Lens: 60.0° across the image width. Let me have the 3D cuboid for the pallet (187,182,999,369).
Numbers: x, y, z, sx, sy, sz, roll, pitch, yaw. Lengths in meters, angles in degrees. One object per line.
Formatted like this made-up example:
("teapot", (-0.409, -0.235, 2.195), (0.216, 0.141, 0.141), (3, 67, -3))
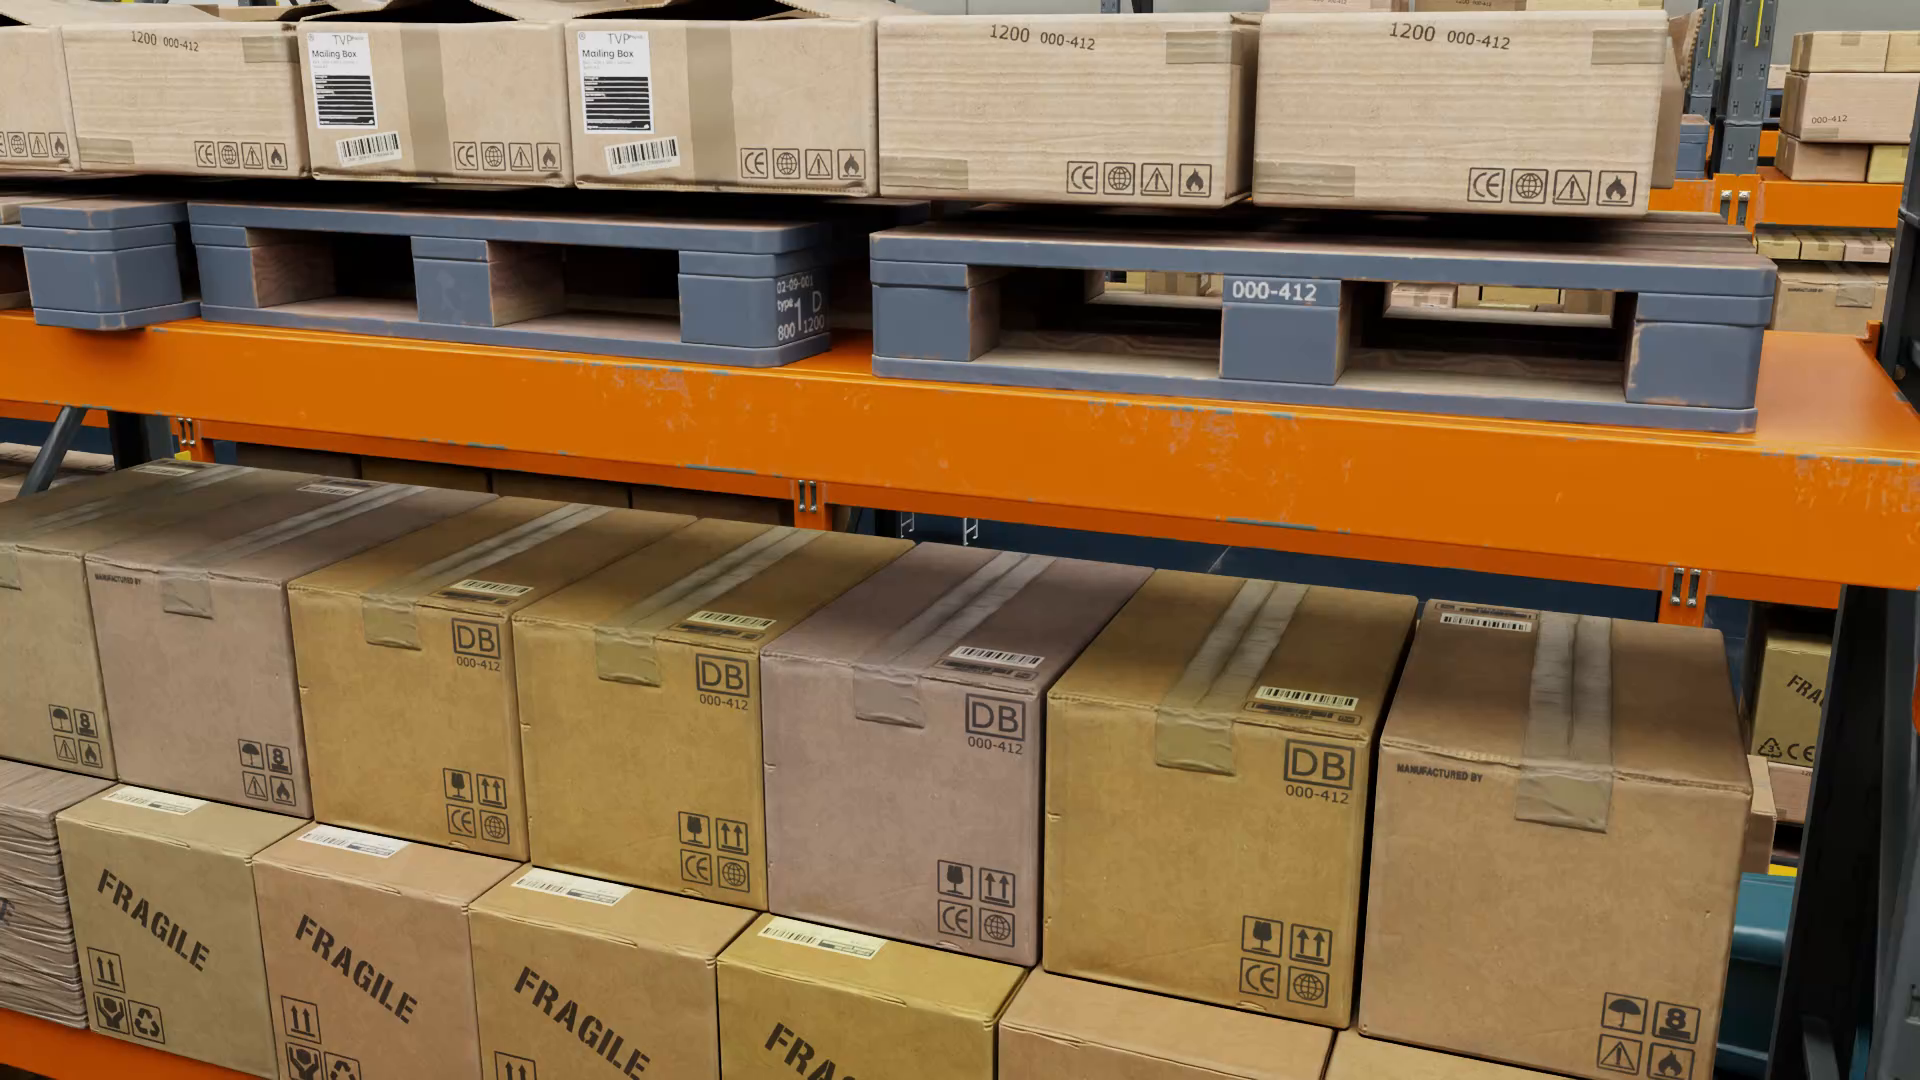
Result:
("pallet", (-0.626, -0.555, 3.162), (1.213, 0.211, 1.003), (7, 18, 23))

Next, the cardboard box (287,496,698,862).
("cardboard box", (-0.923, 0.253, 3.449), (0.500, 0.500, 0.700), (6, 17, 20))

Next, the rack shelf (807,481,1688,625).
("rack shelf", (1.297, -0.115, 7.978), (4.000, 0.370, 1.077), (6, 17, 21))

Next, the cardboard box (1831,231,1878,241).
("cardboard box", (6.108, -2.022, 11.382), (0.250, 0.149, 0.380), (6, 17, 20))

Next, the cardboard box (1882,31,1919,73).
("cardboard box", (3.583, -1.822, 6.211), (0.250, 0.149, 0.380), (7, 18, 22))

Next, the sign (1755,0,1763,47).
("sign", (2.957, -1.989, 6.131), (0.005, 0.325, 0.100), (6, 17, 21))

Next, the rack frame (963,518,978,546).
("rack frame", (0.073, -0.568, 11.479), (0.015, 1.200, 0.240), (6, 17, 21))

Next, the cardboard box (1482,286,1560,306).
("cardboard box", (3.943, -1.746, 11.680), (0.500, 0.250, 0.500), (6, 17, 19))

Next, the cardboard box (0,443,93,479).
("cardboard box", (-6.501, -0.321, 11.242), (0.875, 0.438, 0.875), (7, 18, 22))

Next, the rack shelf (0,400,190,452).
("rack shelf", (-6.145, -0.933, 10.797), (4.000, 0.370, 1.077), (6, 17, 21))

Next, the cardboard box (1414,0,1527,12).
("cardboard box", (2.293, -2.278, 7.379), (0.500, 0.250, 0.500), (6, 17, 19))

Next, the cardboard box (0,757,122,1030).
("cardboard box", (-1.968, 0.697, 3.712), (0.500, 0.500, 0.500), (6, 17, 21))

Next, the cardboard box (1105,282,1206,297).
("cardboard box", (0.916, -0.981, 8.208), (0.500, 0.500, 0.500), (5, 17, 17))

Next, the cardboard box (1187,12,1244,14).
("cardboard box", (1.838, -3.553, 12.041), (0.500, 0.500, 0.500), (6, 17, 21))

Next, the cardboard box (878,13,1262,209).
("cardboard box", (0.206, -0.649, 2.484), (0.500, 0.250, 0.500), (6, 17, 20))

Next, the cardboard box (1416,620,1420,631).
("cardboard box", (1.998, 0.679, 7.914), (0.625, 0.372, 0.950), (7, 18, 24))

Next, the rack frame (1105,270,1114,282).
("rack frame", (1.254, -1.952, 13.019), (0.127, 3.000, 1.000), (6, 17, 21))

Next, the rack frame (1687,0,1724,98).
("rack frame", (4.975, -4.424, 10.773), (0.127, 3.000, 1.000), (6, 17, 21))

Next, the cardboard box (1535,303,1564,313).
("cardboard box", (2.826, -0.770, 7.481), (0.500, 0.500, 0.500), (7, 18, 22))

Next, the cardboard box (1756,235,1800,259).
("cardboard box", (5.446, -1.937, 11.090), (0.250, 0.149, 0.380), (7, 17, 21))

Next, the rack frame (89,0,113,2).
("rack frame", (-2.286, -2.252, 3.289), (0.127, 3.000, 1.000), (6, 17, 21))

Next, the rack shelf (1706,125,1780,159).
("rack shelf", (6.835, -2.434, 10.587), (4.000, 0.370, 1.077), (6, 17, 21))

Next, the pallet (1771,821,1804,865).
("pallet", (3.795, 1.143, 7.357), (1.213, 0.211, 1.003), (6, 17, 21))

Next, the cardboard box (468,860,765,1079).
("cardboard box", (-0.562, 0.852, 3.180), (0.500, 0.500, 0.500), (6, 17, 20))

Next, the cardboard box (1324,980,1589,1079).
("cardboard box", (0.851, 1.007, 2.647), (0.500, 0.500, 0.500), (6, 17, 20))

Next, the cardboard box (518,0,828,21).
("cardboard box", (-0.566, -1.004, 3.258), (0.500, 0.500, 0.500), (6, 17, 21))

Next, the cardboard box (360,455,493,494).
("cardboard box", (-2.836, -0.122, 9.772), (0.875, 0.875, 0.875), (7, 18, 22))

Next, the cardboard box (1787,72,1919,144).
("cardboard box", (3.466, -1.651, 6.335), (0.500, 0.250, 0.500), (6, 17, 19))

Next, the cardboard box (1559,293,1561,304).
("cardboard box", (4.597, -1.830, 11.968), (0.500, 0.250, 0.500), (6, 17, 20))

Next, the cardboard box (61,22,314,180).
("cardboard box", (-1.227, -0.806, 3.027), (0.500, 0.250, 0.500), (7, 18, 22))

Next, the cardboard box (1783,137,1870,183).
("cardboard box", (3.359, -1.479, 6.458), (0.250, 0.149, 0.380), (6, 17, 20))

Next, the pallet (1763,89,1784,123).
("pallet", (5.778, -2.861, 10.926), (1.213, 0.211, 1.003), (6, 17, 21))

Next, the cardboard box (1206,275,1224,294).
("cardboard box", (2.042, -1.960, 12.418), (0.500, 0.250, 0.500), (7, 18, 22))

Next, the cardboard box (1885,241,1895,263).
("cardboard box", (6.133, -1.836, 10.743), (0.250, 0.149, 0.380), (6, 17, 20))

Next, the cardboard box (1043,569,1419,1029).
("cardboard box", (0.492, 0.409, 2.911), (0.500, 0.500, 0.700), (6, 17, 20))

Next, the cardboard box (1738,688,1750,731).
("cardboard box", (3.806, 0.854, 7.530), (0.500, 0.250, 0.500), (7, 18, 23))

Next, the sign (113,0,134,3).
("sign", (-2.075, -1.240, 4.117), (0.005, 0.325, 0.100), (6, 17, 21))

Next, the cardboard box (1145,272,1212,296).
("cardboard box", (1.062, -1.275, 8.054), (0.250, 0.149, 0.380), (5, 17, 18))

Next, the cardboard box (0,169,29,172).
("cardboard box", (-2.720, -0.987, 4.132), (0.500, 0.500, 0.500), (6, 17, 21))

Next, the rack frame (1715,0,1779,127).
("rack frame", (3.157, -3.137, 6.337), (0.127, 3.000, 1.000), (6, 17, 21))

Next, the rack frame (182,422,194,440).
("rack frame", (-4.285, -1.074, 9.992), (0.127, 3.000, 1.000), (6, 17, 21))

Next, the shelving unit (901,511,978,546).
("shelving unit", (-0.154, -0.593, 11.565), (0.503, 1.200, 0.258), (6, 17, 21))

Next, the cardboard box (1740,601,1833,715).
("cardboard box", (3.806, 0.494, 7.425), (0.500, 0.500, 0.500), (6, 17, 20))
